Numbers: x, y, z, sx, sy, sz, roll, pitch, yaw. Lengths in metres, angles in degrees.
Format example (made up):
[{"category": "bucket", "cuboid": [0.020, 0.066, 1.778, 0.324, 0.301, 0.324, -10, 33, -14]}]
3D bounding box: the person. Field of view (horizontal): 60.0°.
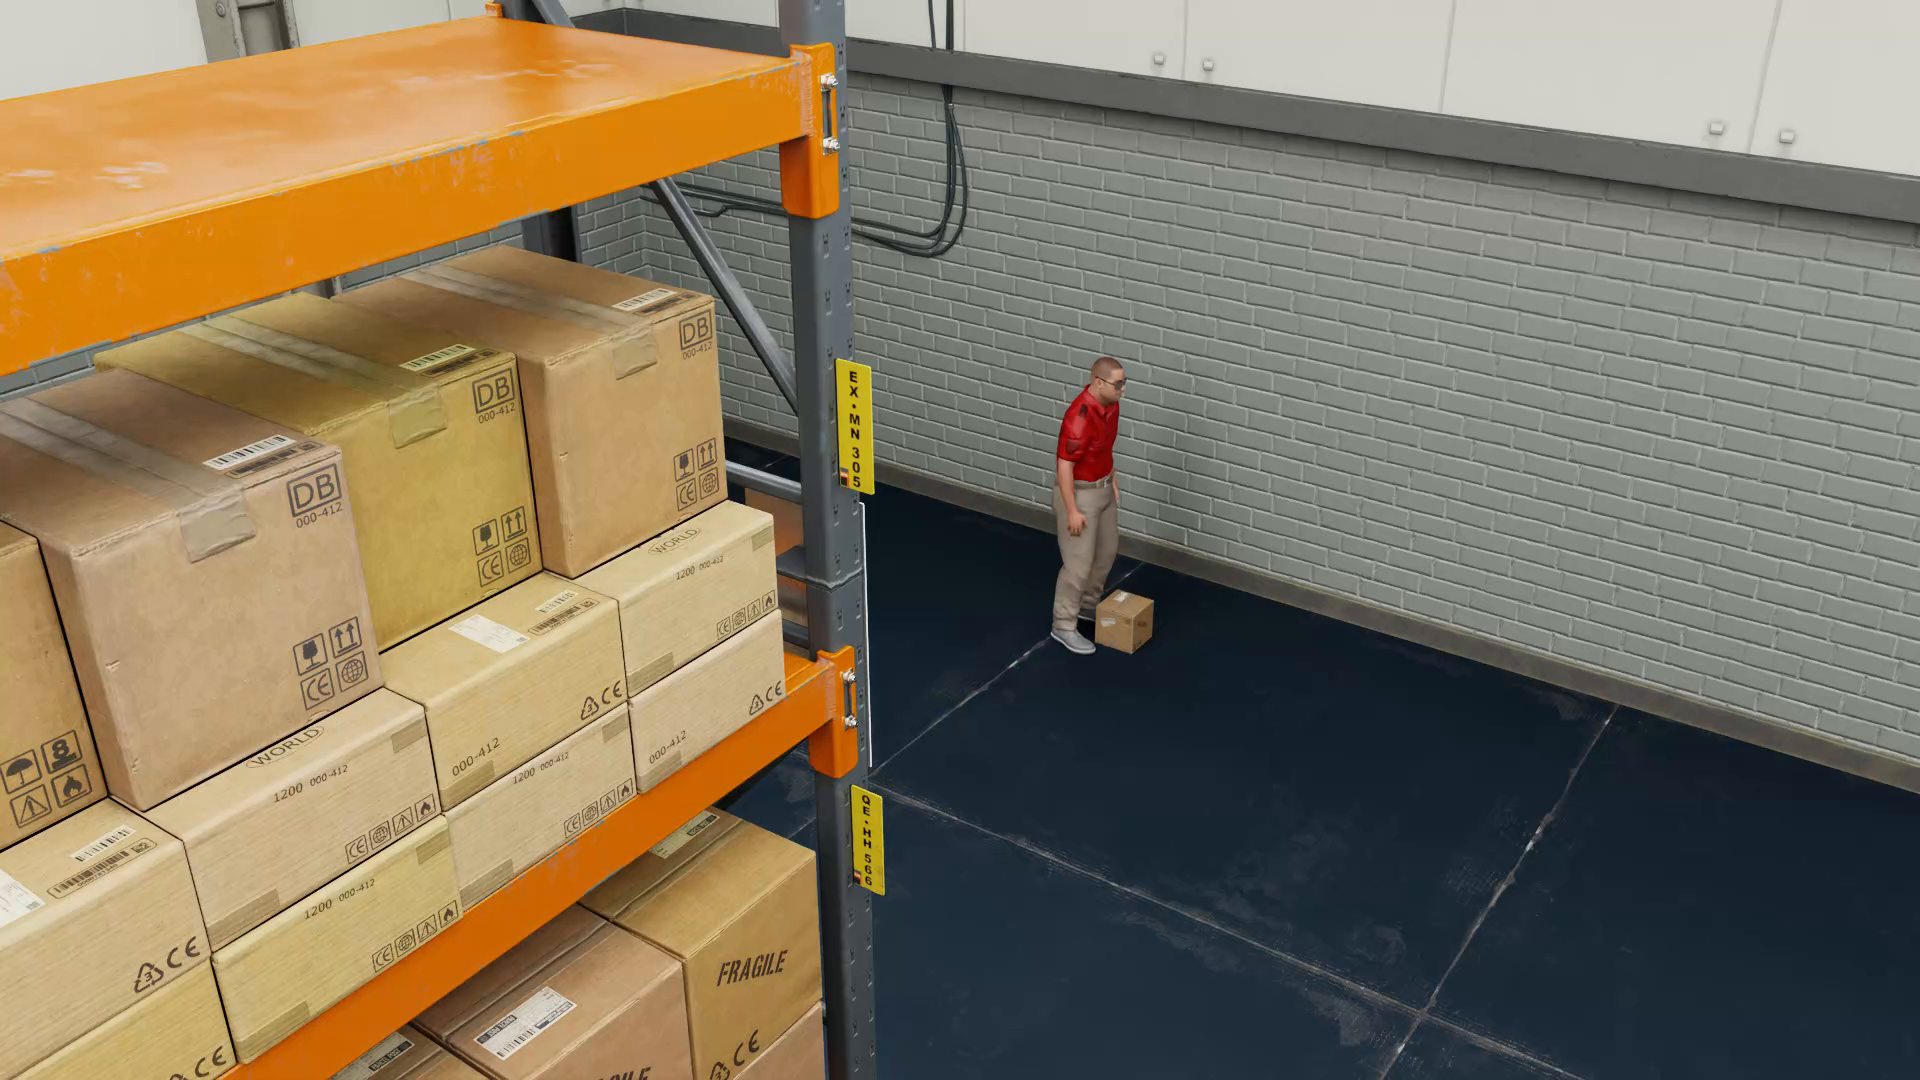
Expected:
[{"category": "person", "cuboid": [0.752, -0.239, 9.606, 0.396, 1.726, 0.604, 15, 30, 27]}]
